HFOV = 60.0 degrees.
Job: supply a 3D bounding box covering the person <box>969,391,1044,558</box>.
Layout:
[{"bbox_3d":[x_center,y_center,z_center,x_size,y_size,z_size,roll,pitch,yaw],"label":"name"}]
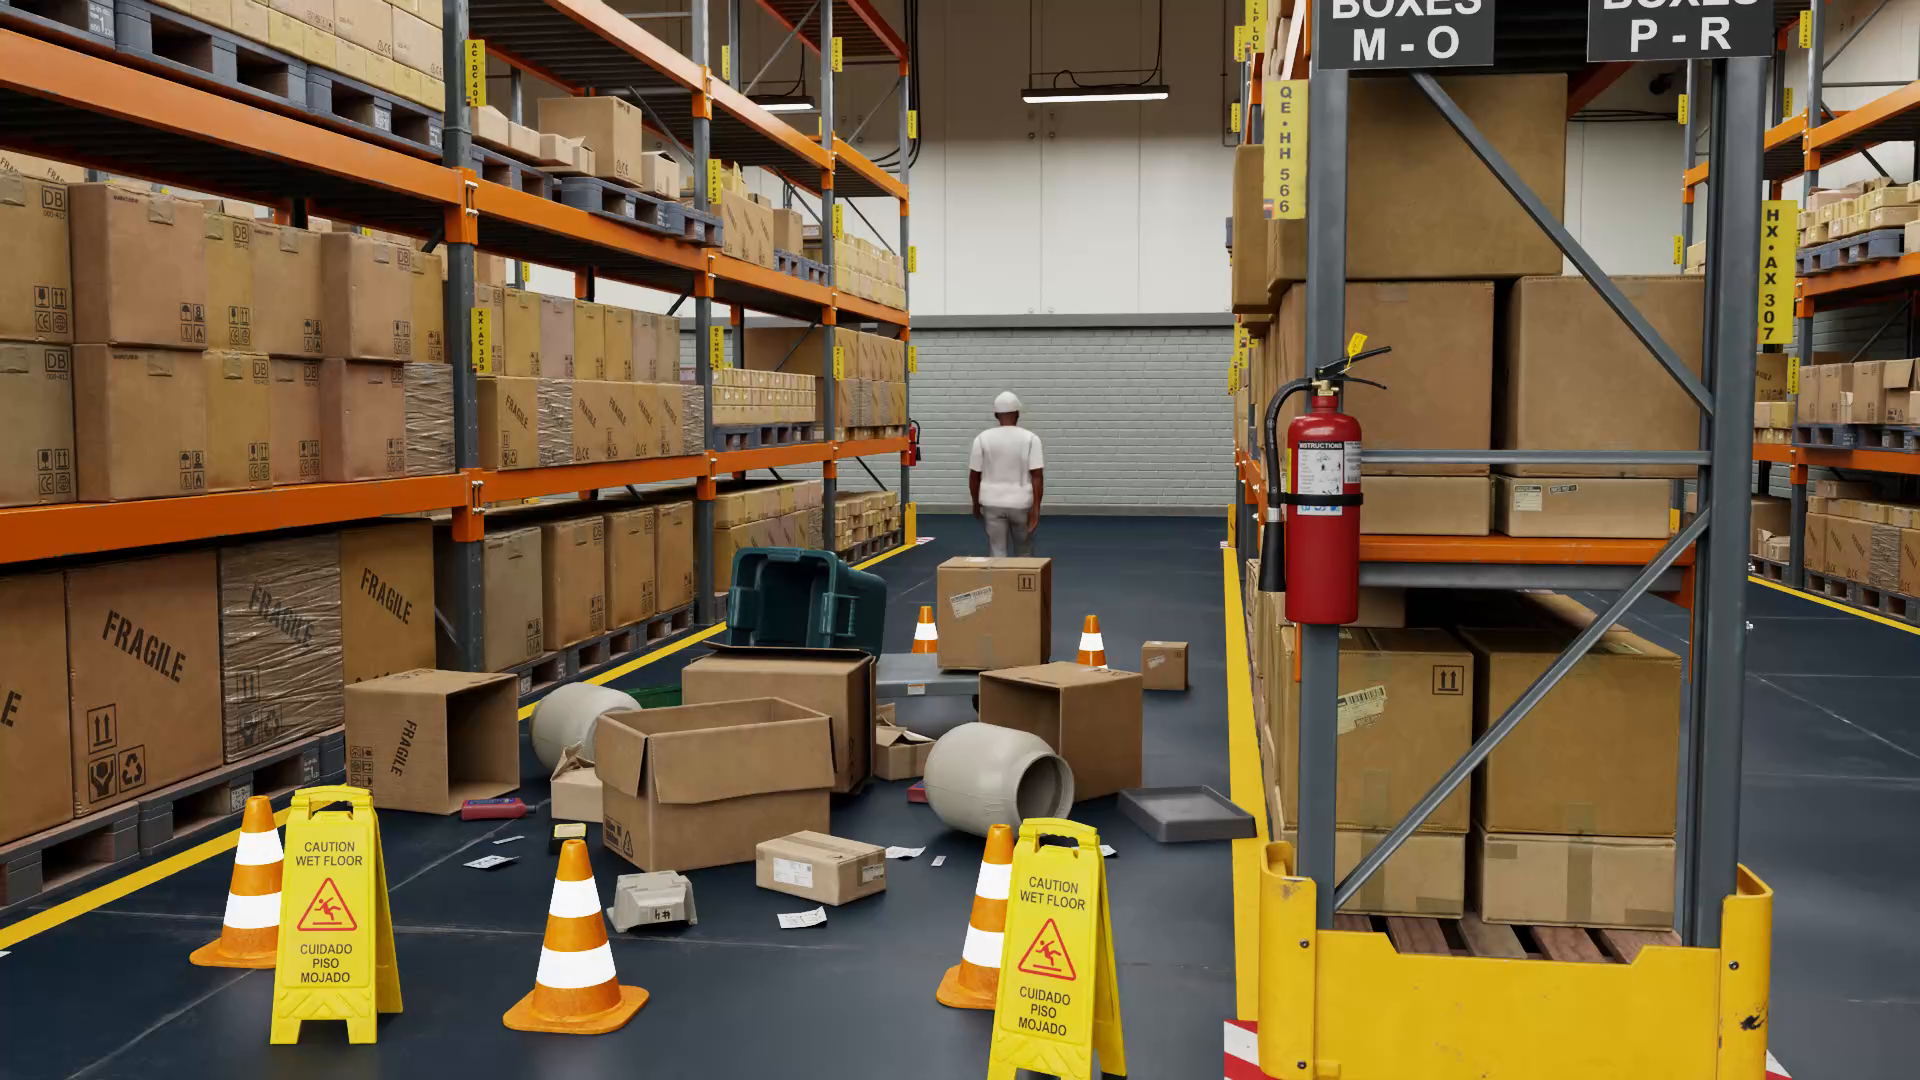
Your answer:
[{"bbox_3d":[0.357,-0.268,12.763,0.571,1.736,0.928,0,4,2],"label":"person"}]
